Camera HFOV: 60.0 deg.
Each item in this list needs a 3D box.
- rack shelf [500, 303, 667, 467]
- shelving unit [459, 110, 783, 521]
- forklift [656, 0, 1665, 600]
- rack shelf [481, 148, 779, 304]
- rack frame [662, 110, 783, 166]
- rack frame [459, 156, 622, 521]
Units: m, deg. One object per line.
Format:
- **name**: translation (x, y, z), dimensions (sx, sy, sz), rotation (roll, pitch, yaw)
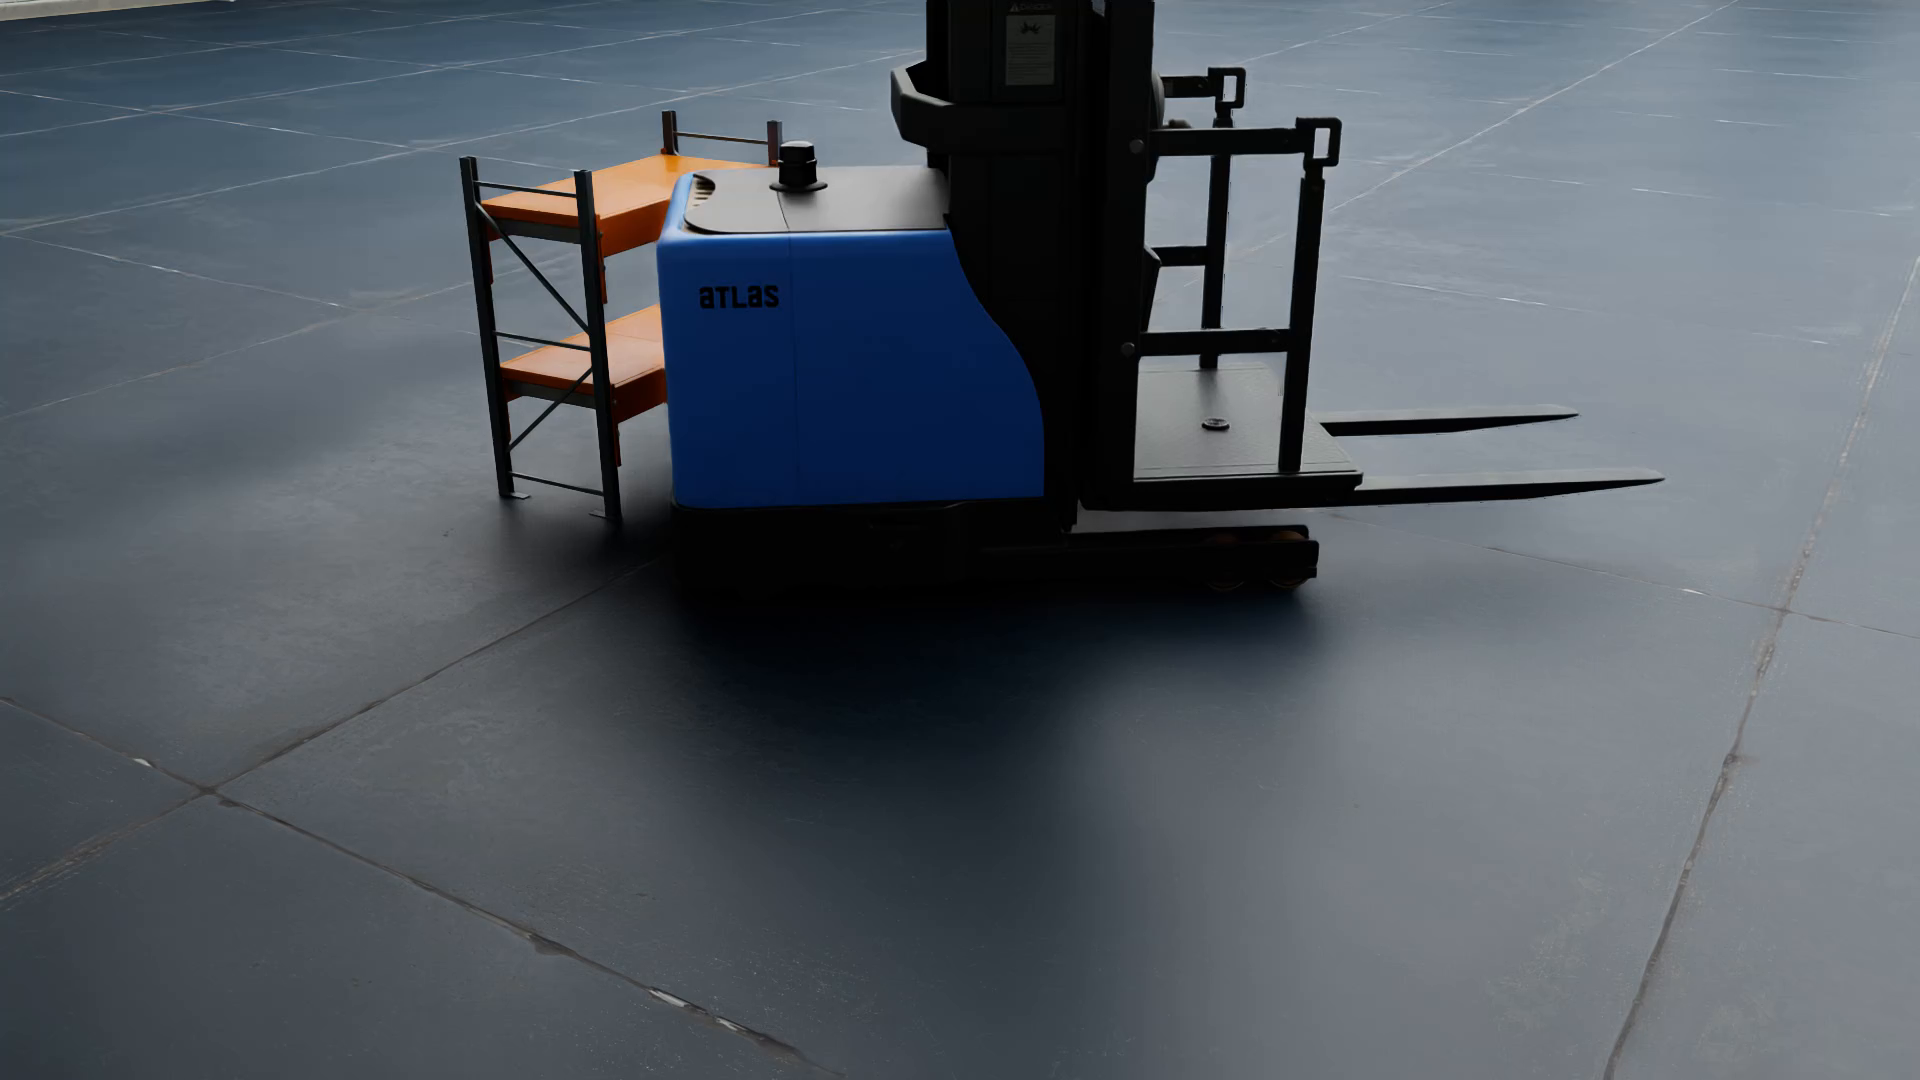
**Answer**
- **rack shelf**: translation (-1.088, -0.583, 5.797), dimensions (0.538, 0.278, 1.000), rotation (12, 26, 26)
- **shelving unit**: translation (-1.088, -0.808, 5.700), dimensions (0.538, 1.125, 1.048), rotation (12, 26, 26)
- **forklift**: translation (0.639, -1.403, 4.801), dimensions (3.031, 2.935, 1.130), rotation (-2, 24, -5)
- **rack shelf**: translation (-1.088, -1.076, 5.584), dimensions (0.538, 0.278, 1.000), rotation (12, 26, 26)
- **rack frame**: translation (-0.847, -0.986, 6.111), dimensions (0.500, 1.125, 0.032), rotation (12, 26, 26)
- **rack frame**: translation (-1.328, -0.630, 5.289), dimensions (0.500, 1.125, 0.032), rotation (12, 26, 26)
